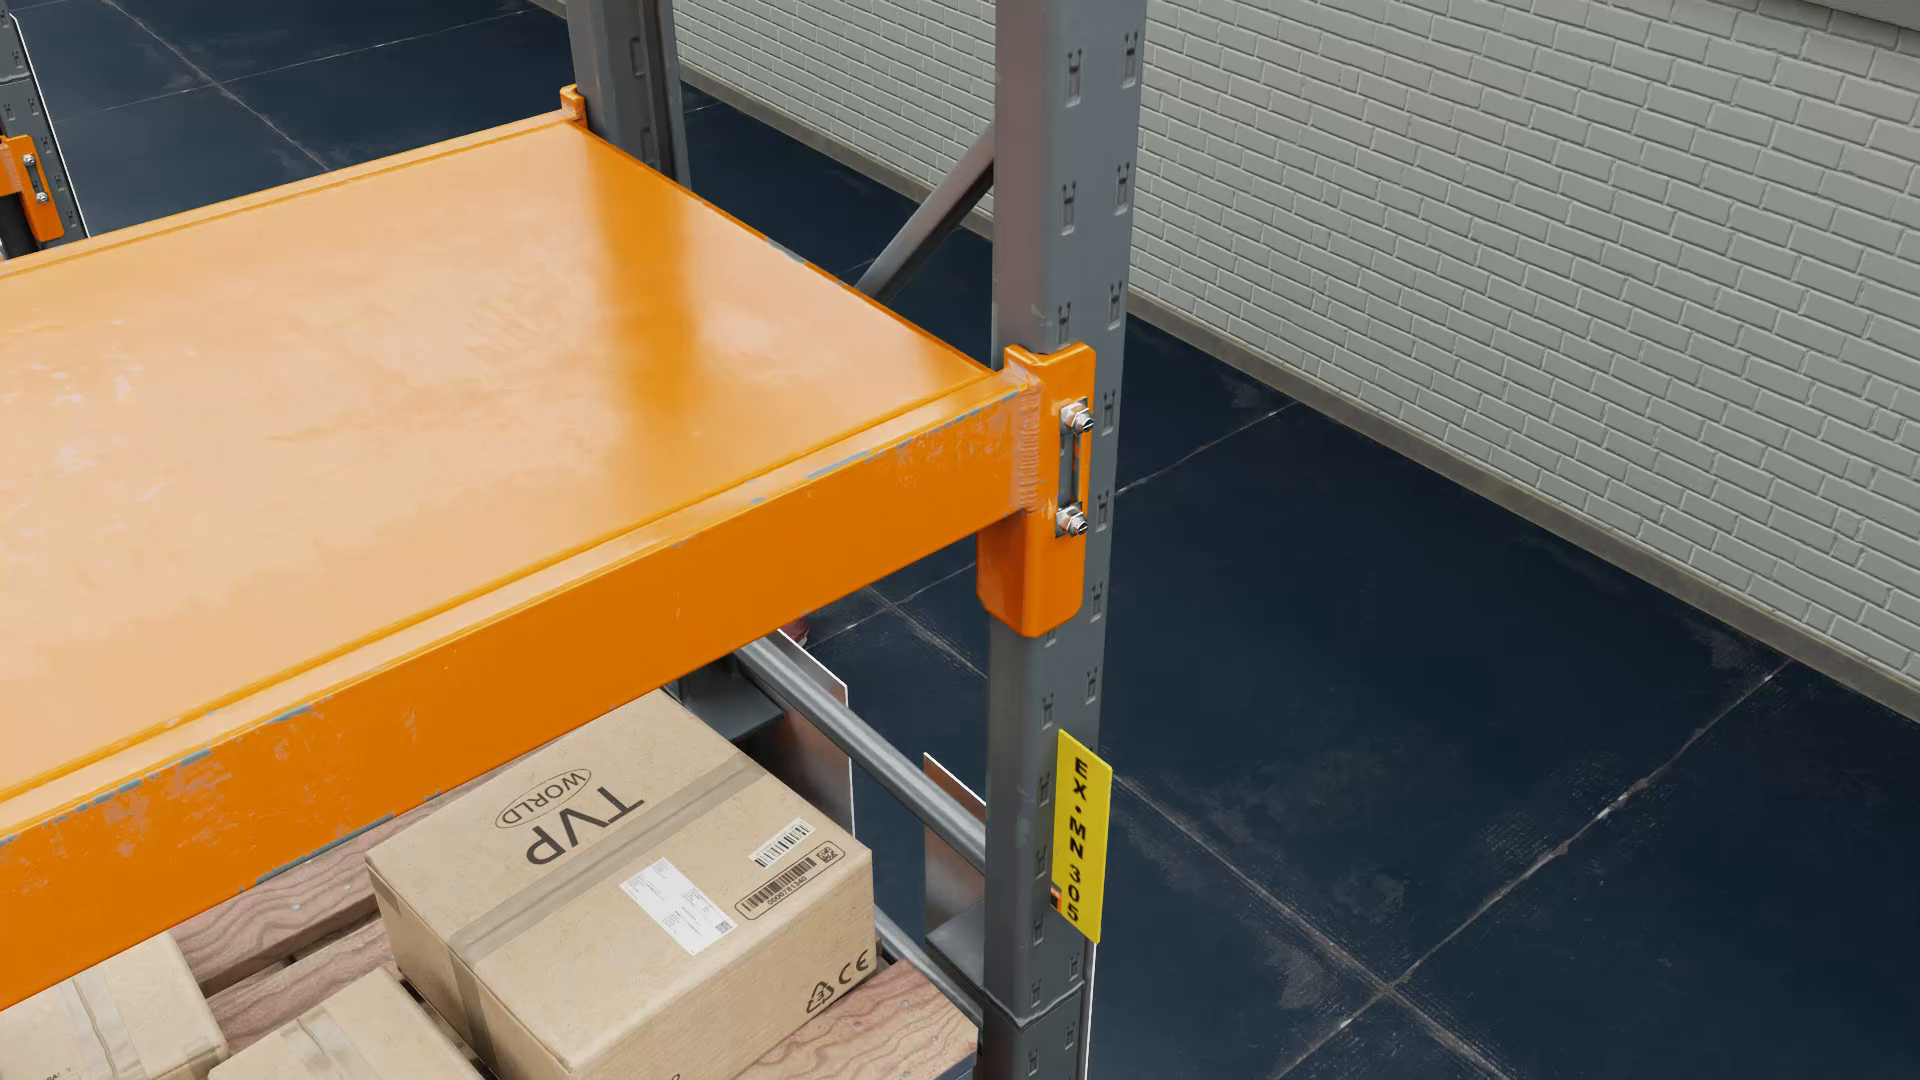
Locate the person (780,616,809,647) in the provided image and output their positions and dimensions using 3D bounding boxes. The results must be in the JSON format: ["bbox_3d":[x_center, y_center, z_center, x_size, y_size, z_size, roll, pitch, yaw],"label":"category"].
[{"bbox_3d":[-0.843,-0.196,7.348,0.416,1.671,0.520,-29,45,-34],"label":"person"}]
